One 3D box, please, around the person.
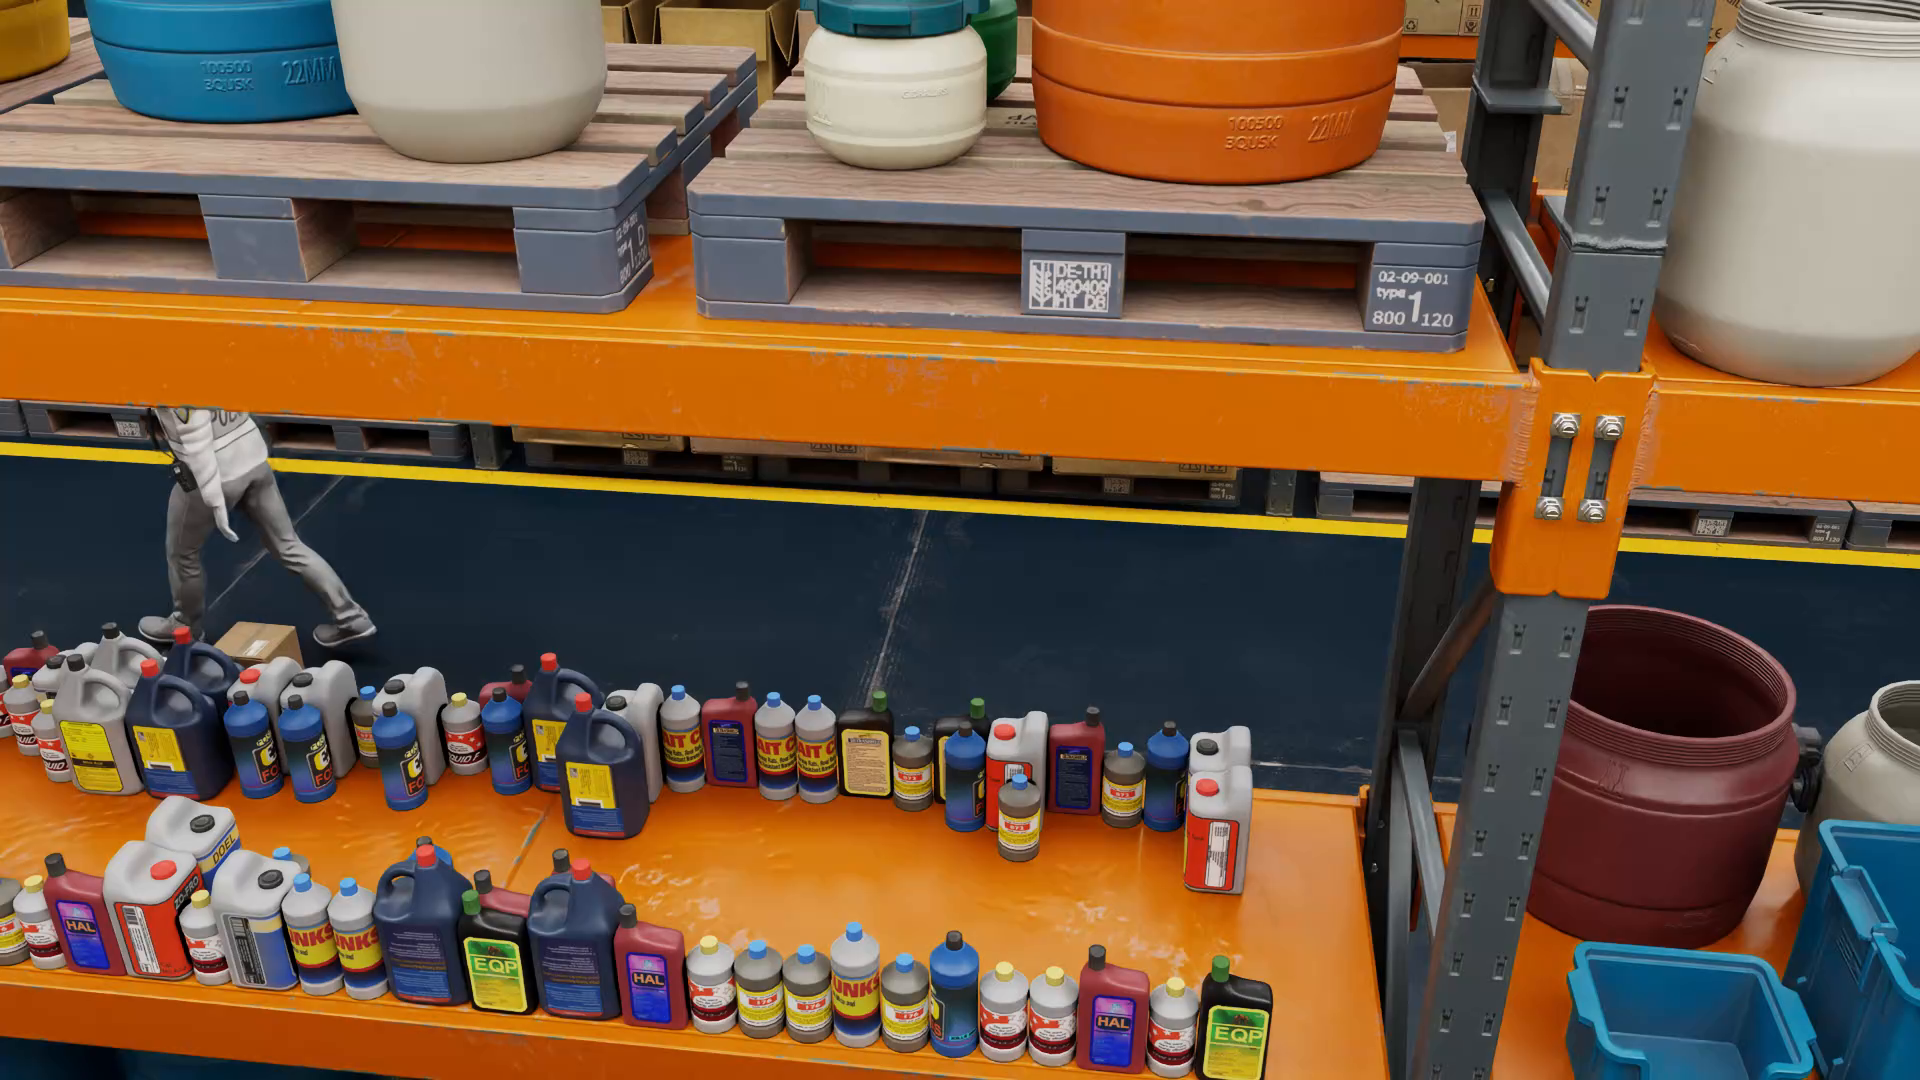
[{"bbox_3d":[-2.935,-0.284,6.625,1.057,1.629,0.515,9,30,16],"label":"person"}]
